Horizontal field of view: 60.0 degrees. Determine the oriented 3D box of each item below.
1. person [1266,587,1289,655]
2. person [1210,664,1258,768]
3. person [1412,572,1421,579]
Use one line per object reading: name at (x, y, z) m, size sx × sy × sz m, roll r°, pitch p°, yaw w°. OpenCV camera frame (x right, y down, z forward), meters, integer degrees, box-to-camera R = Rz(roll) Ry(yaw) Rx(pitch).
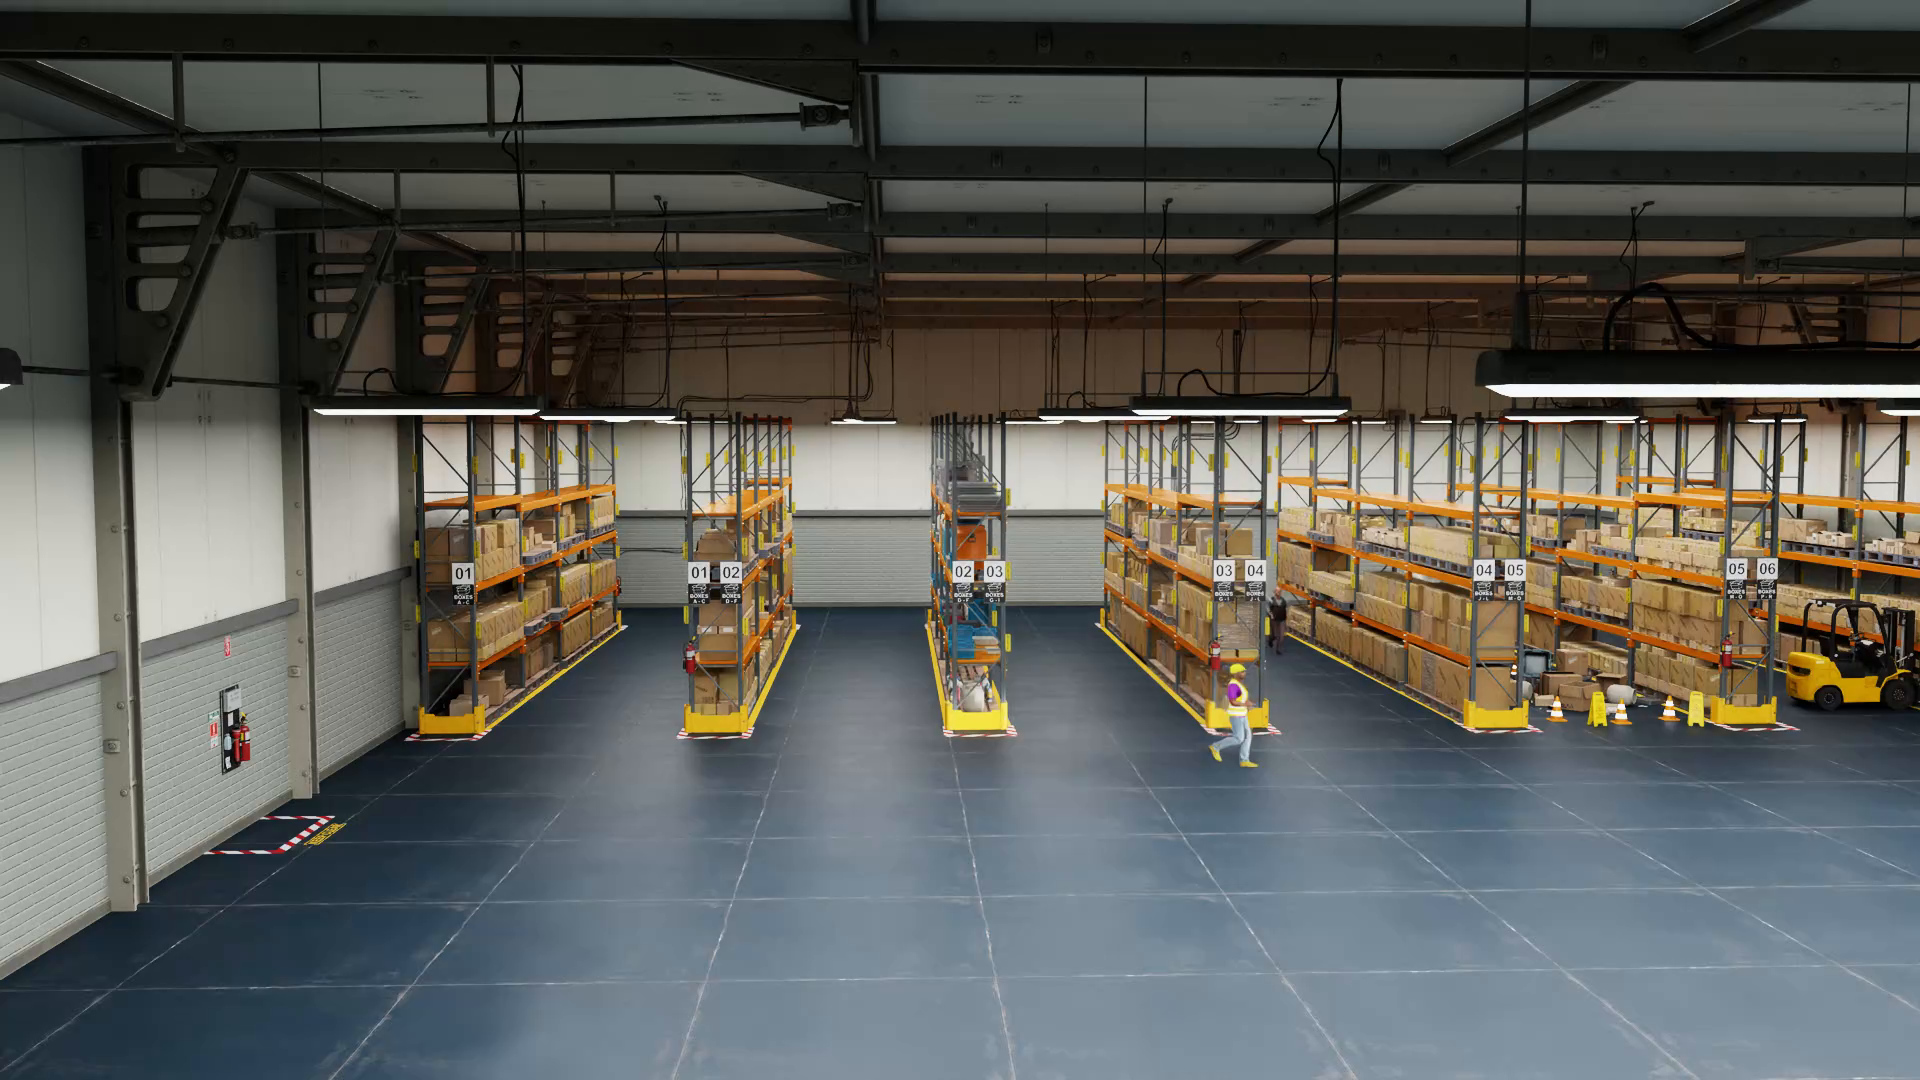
person at (8.006, 2.031, 41.912) m, size 0.658 × 1.690 × 0.765 m, roll 0°, pitch 4°, yaw -5°
person at (4.618, 2.942, 27.951) m, size 0.812 × 1.741 × 0.711 m, roll 1°, pitch 4°, yaw 19°
person at (13.390, 1.547, 49.320) m, size 0.729 × 1.766 × 0.631 m, roll 0°, pitch 4°, yaw 0°
